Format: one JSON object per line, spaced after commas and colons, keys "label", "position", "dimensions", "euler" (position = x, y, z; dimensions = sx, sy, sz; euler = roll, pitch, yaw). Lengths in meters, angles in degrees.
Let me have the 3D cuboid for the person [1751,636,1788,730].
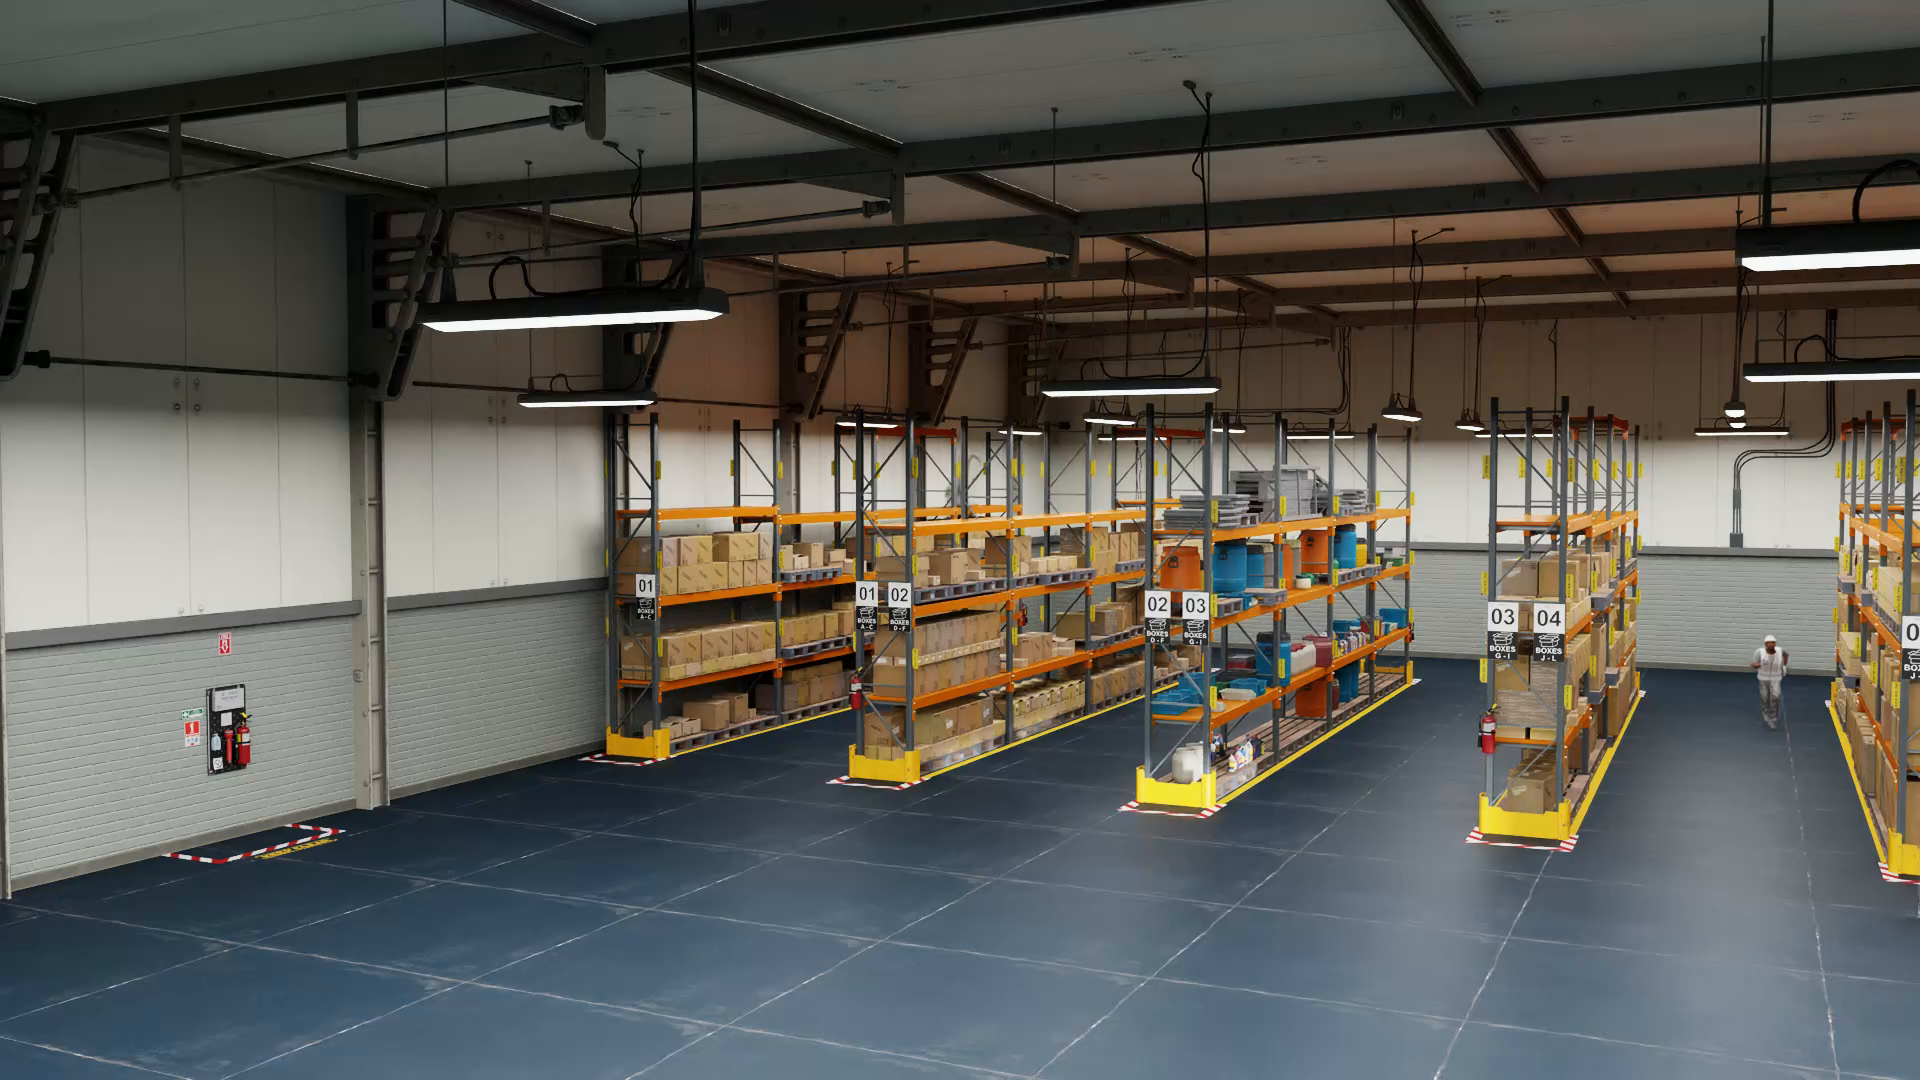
{"label": "person", "position": [15.766, 2.769, 32.390], "dimensions": [0.657, 1.848, 0.875], "euler": [1, 3, 24]}
